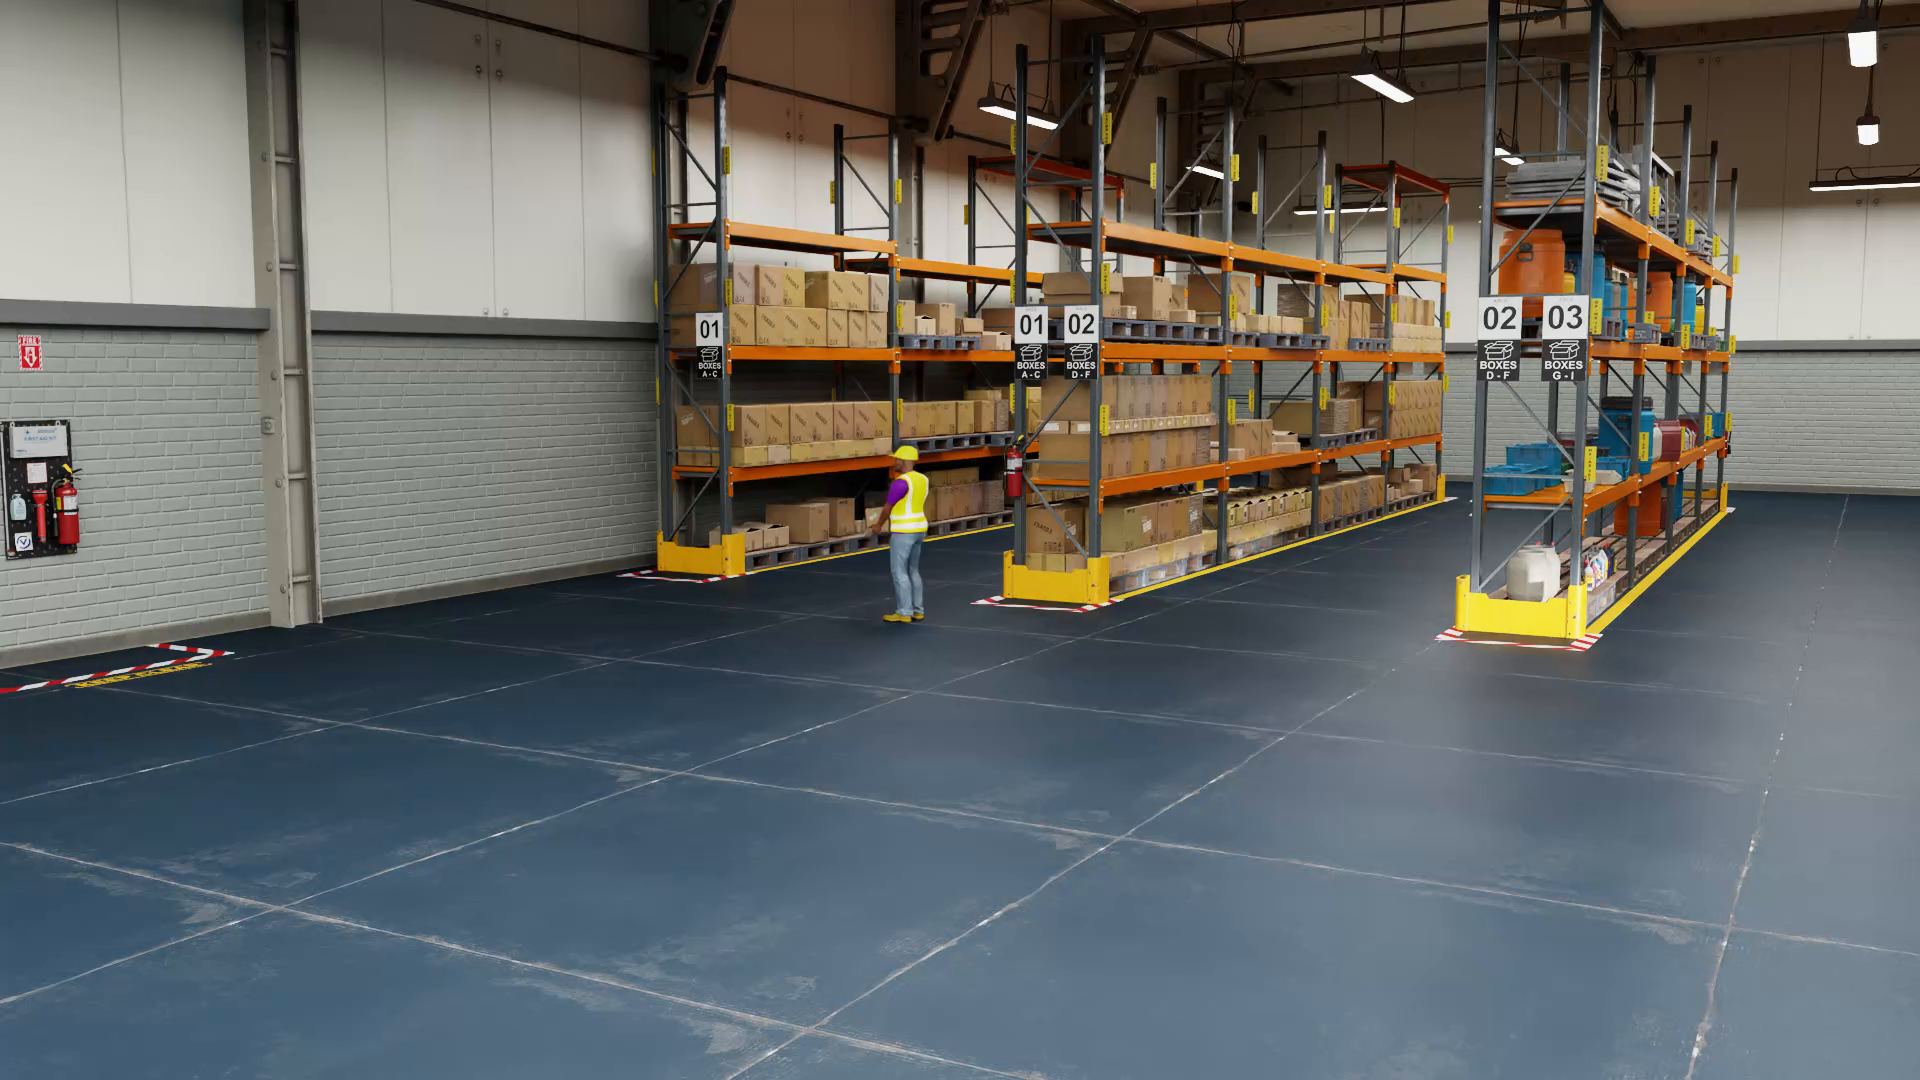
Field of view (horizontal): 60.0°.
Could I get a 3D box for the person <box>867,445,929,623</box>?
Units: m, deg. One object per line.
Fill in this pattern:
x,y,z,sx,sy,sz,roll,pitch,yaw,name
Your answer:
-0.630,-0.072,16.733,0.568,1.763,0.505,3,7,28,person
